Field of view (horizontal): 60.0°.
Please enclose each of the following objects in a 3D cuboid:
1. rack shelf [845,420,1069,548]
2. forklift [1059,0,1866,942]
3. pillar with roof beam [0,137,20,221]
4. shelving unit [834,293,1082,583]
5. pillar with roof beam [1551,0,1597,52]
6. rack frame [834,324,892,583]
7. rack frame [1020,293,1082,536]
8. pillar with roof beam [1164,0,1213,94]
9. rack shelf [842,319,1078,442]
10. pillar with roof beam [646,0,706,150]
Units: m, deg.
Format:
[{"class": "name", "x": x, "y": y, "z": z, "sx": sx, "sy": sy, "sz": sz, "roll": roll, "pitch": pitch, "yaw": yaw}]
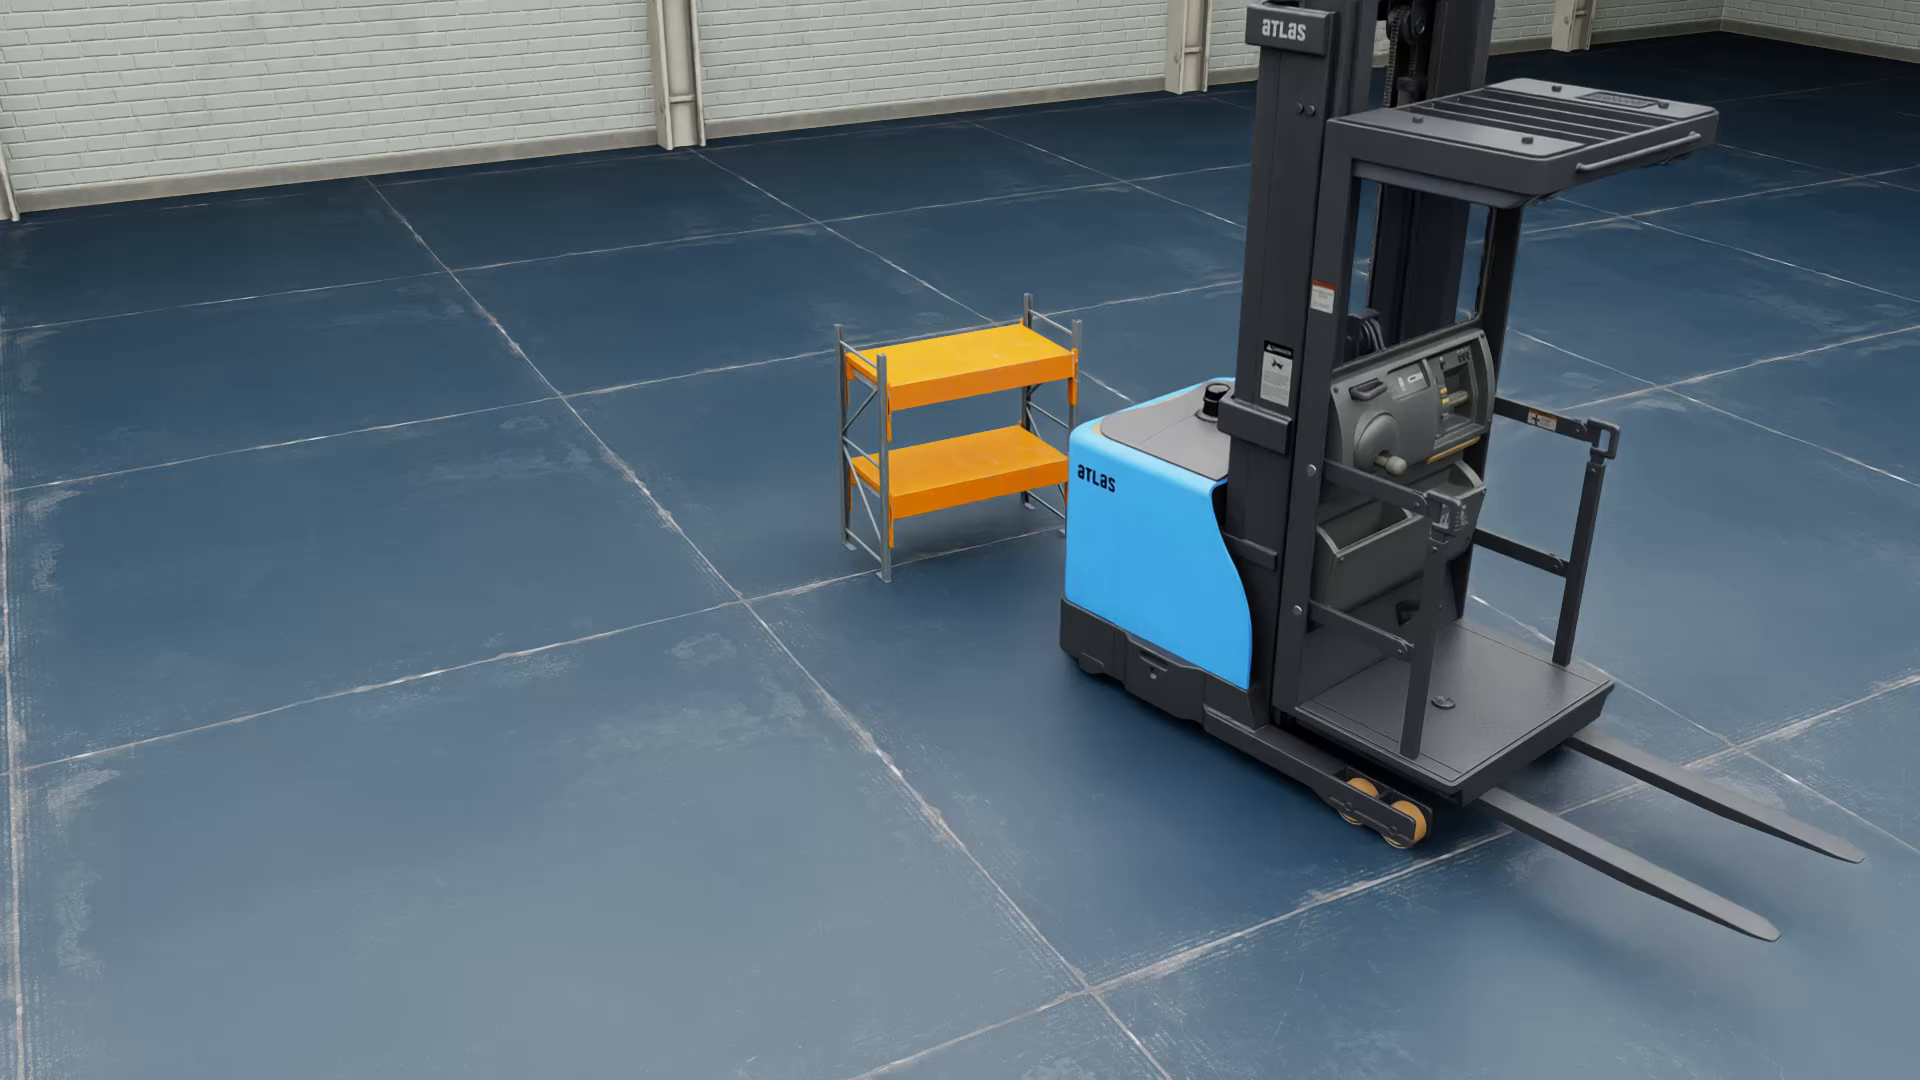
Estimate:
[{"class": "rack shelf", "x": -0.006, "y": -0.285, "z": 8.109, "sx": 1.000, "sy": 0.278, "sz": 0.538, "roll": -13, "pitch": 29, "yaw": -25}, {"class": "forklift", "x": 1.774, "y": -0.466, "z": 5.835, "sx": 1.130, "sy": 2.935, "sz": 3.031, "roll": -21, "pitch": 33, "yaw": -36}, {"class": "pillar with roof beam", "x": -6.004, "y": -5.078, "z": 8.429, "sx": 0.400, "sy": 9.000, "sz": 9.100, "roll": -13, "pitch": 29, "yaw": -25}, {"class": "shelving unit", "x": -0.006, "y": -0.506, "z": 8.004, "sx": 1.048, "sy": 1.125, "sz": 0.538, "roll": -13, "pitch": 29, "yaw": -25}, {"class": "pillar with roof beam", "x": 9.879, "y": -8.744, "z": 16.064, "sx": 0.400, "sy": 9.000, "sz": 9.100, "roll": -13, "pitch": 29, "yaw": -25}, {"class": "rack frame", "x": -0.455, "y": -0.402, "z": 7.788, "sx": 0.032, "sy": 1.125, "sz": 0.500, "roll": -13, "pitch": 29, "yaw": -25}, {"class": "rack frame", "x": 0.443, "y": -0.609, "z": 8.219, "sx": 0.032, "sy": 1.125, "sz": 0.500, "roll": -13, "pitch": 29, "yaw": -25}, {"class": "pillar with roof beam", "x": 4.584, "y": -7.522, "z": 13.519, "sx": 0.400, "sy": 9.000, "sz": 9.100, "roll": -13, "pitch": 29, "yaw": -25}, {"class": "rack shelf", "x": -0.006, "y": -0.770, "z": 7.877, "sx": 1.000, "sy": 0.278, "sz": 0.538, "roll": -13, "pitch": 29, "yaw": -25}, {"class": "pillar with roof beam", "x": -0.710, "y": -6.300, "z": 10.974, "sx": 0.400, "sy": 9.000, "sz": 9.100, "roll": -13, "pitch": 29, "yaw": -25}]
